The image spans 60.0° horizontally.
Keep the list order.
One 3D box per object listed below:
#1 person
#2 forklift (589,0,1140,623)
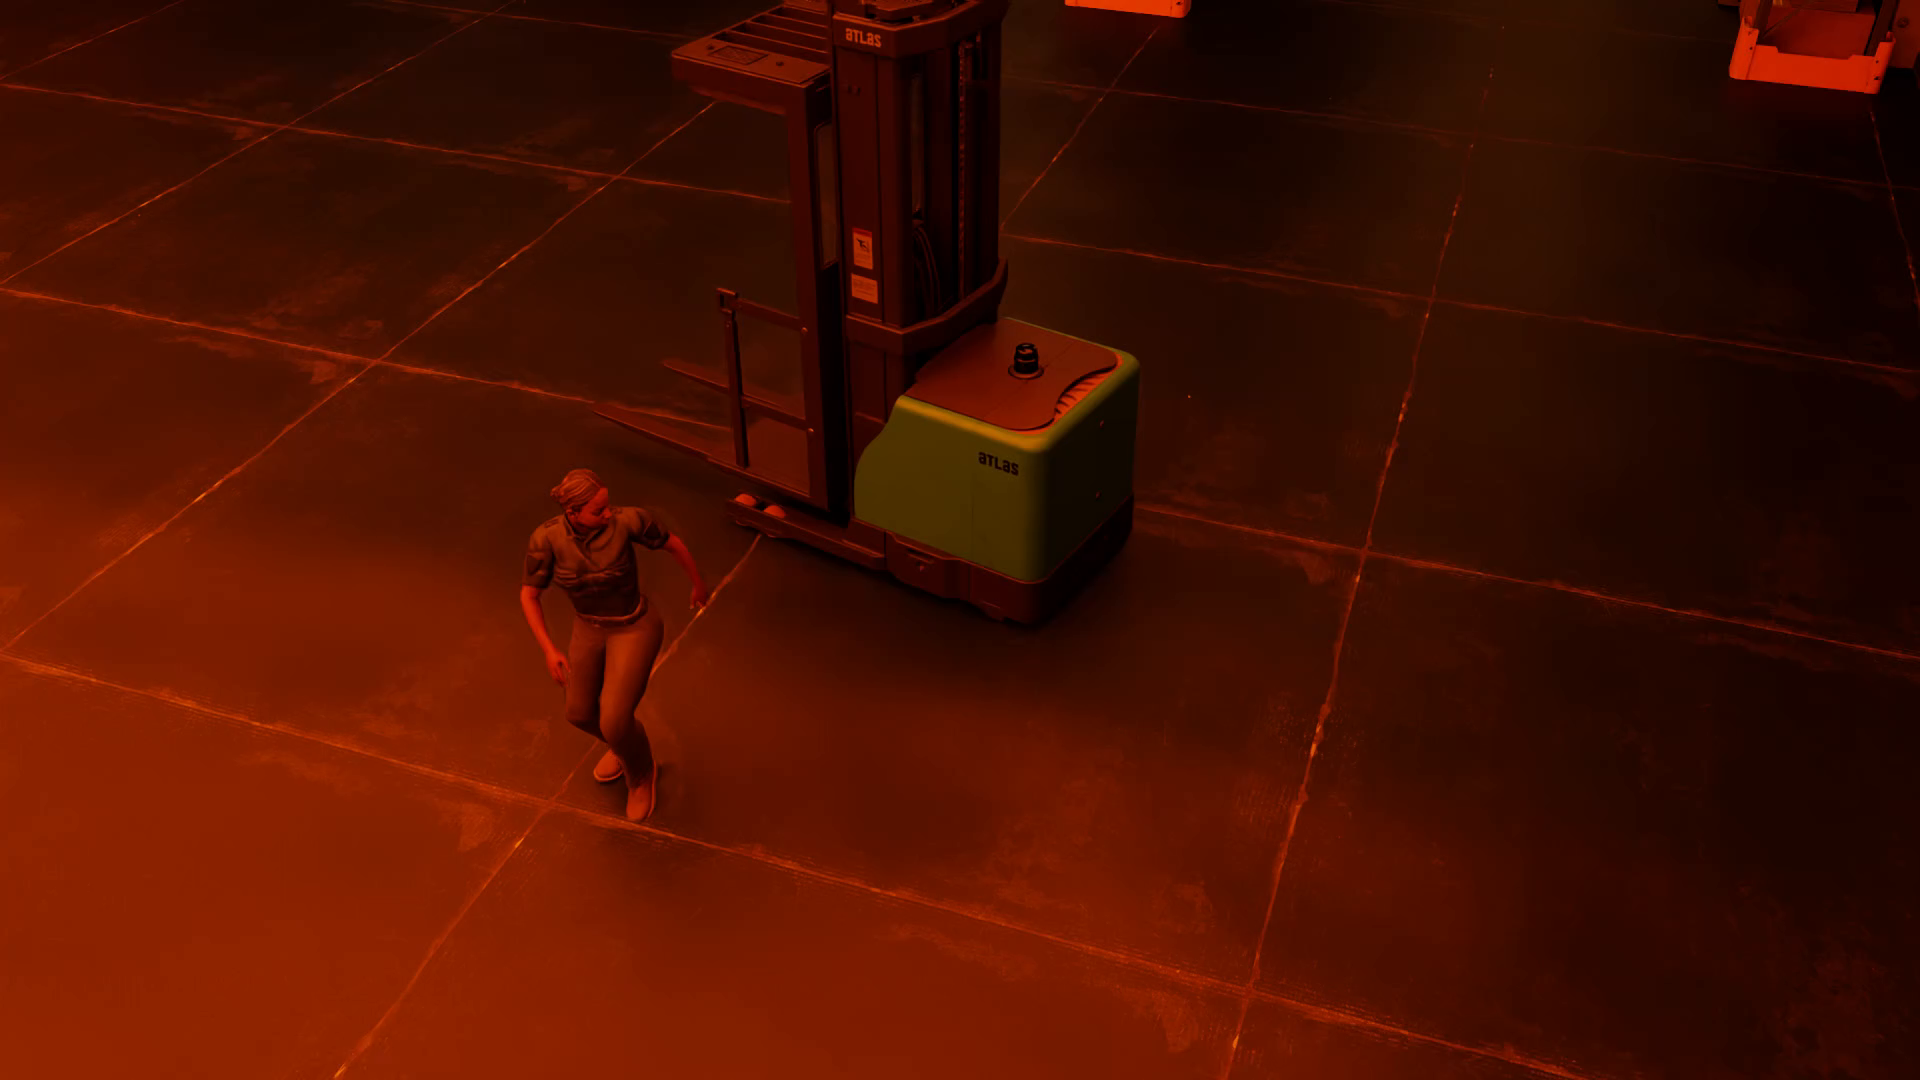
[{"bbox_3d":[-1.415,0.397,6.754,0.583,1.639,0.720,10,37,14],"label":"person"},{"bbox_3d":[-0.627,-1.443,8.146,3.031,2.935,1.130,20,40,26],"label":"forklift"}]
